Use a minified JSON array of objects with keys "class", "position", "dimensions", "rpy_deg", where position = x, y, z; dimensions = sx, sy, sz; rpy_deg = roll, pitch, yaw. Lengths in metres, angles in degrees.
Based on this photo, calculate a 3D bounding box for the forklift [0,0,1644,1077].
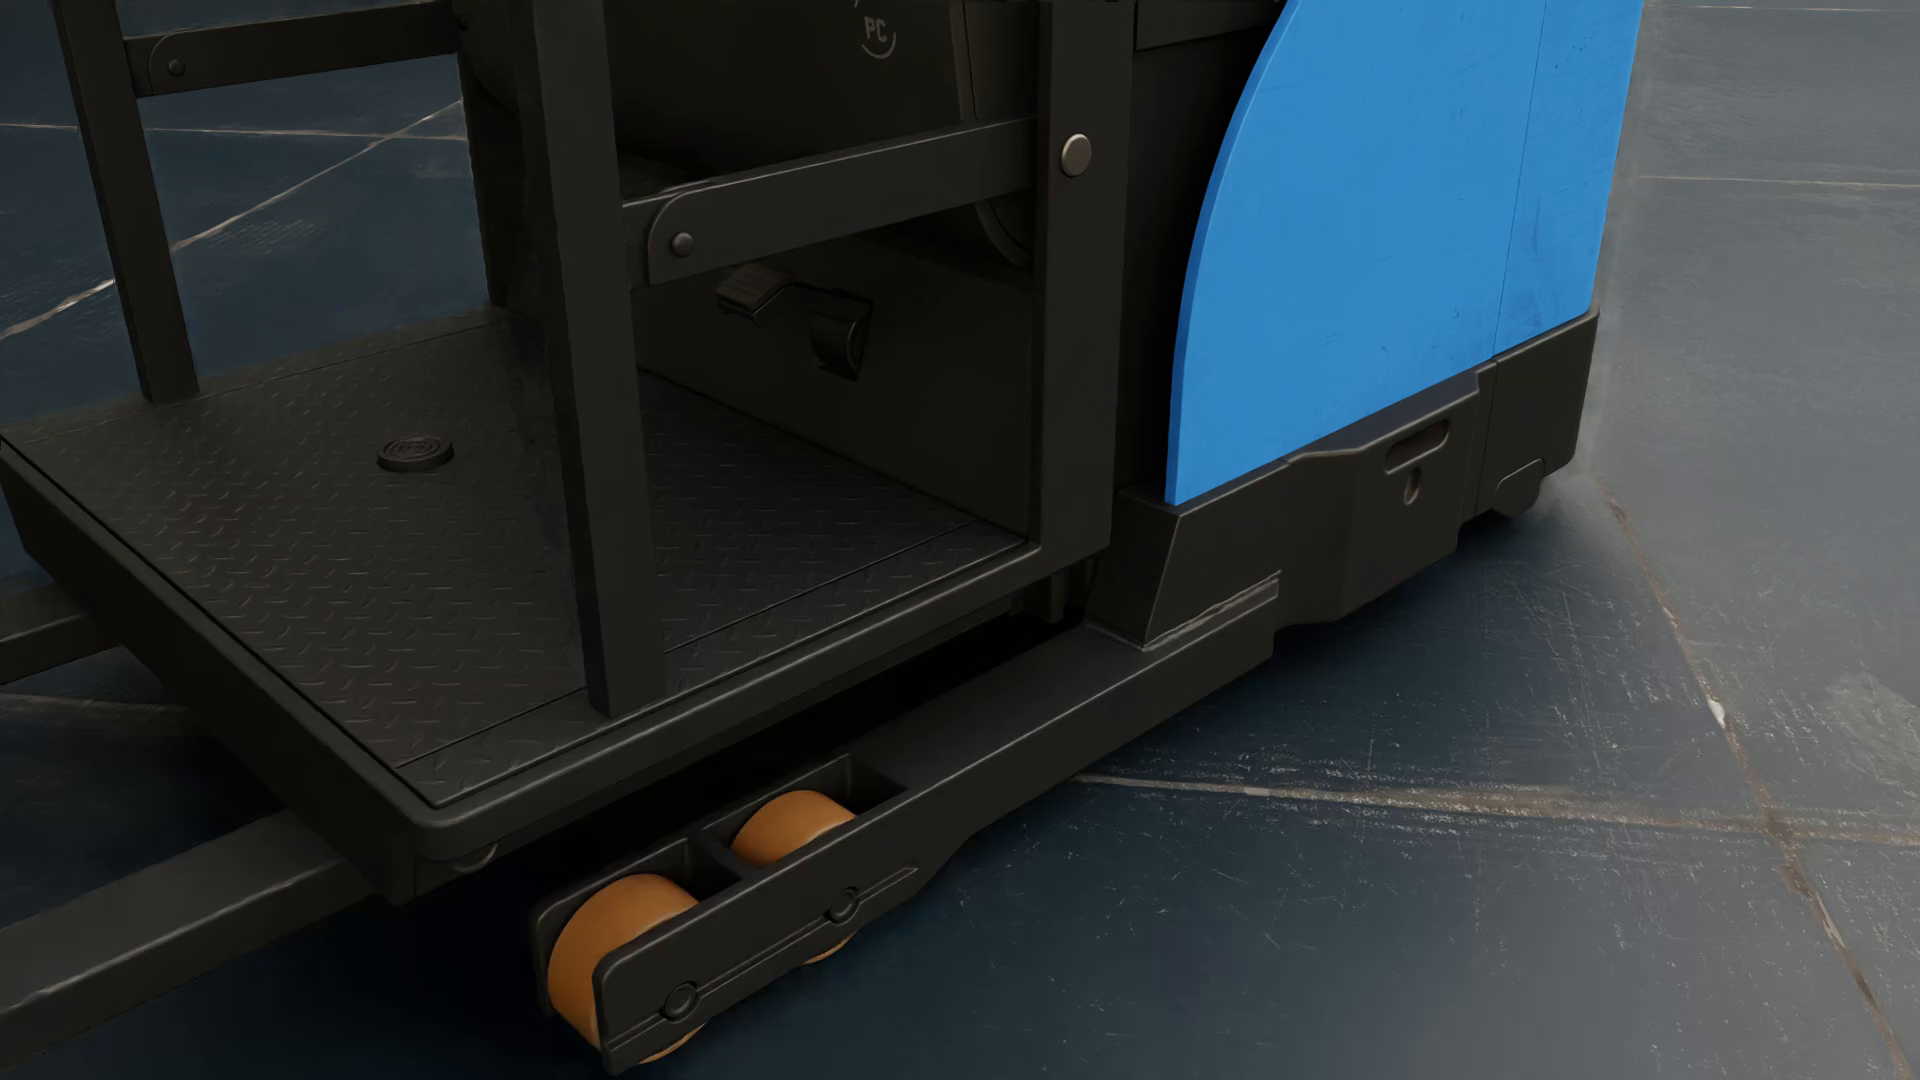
[{"class":"forklift","position":[-0.439,-1.092,1.406],"dimensions":[3.031,2.935,1.130],"rpy_deg":[-23,35,-39]}]
